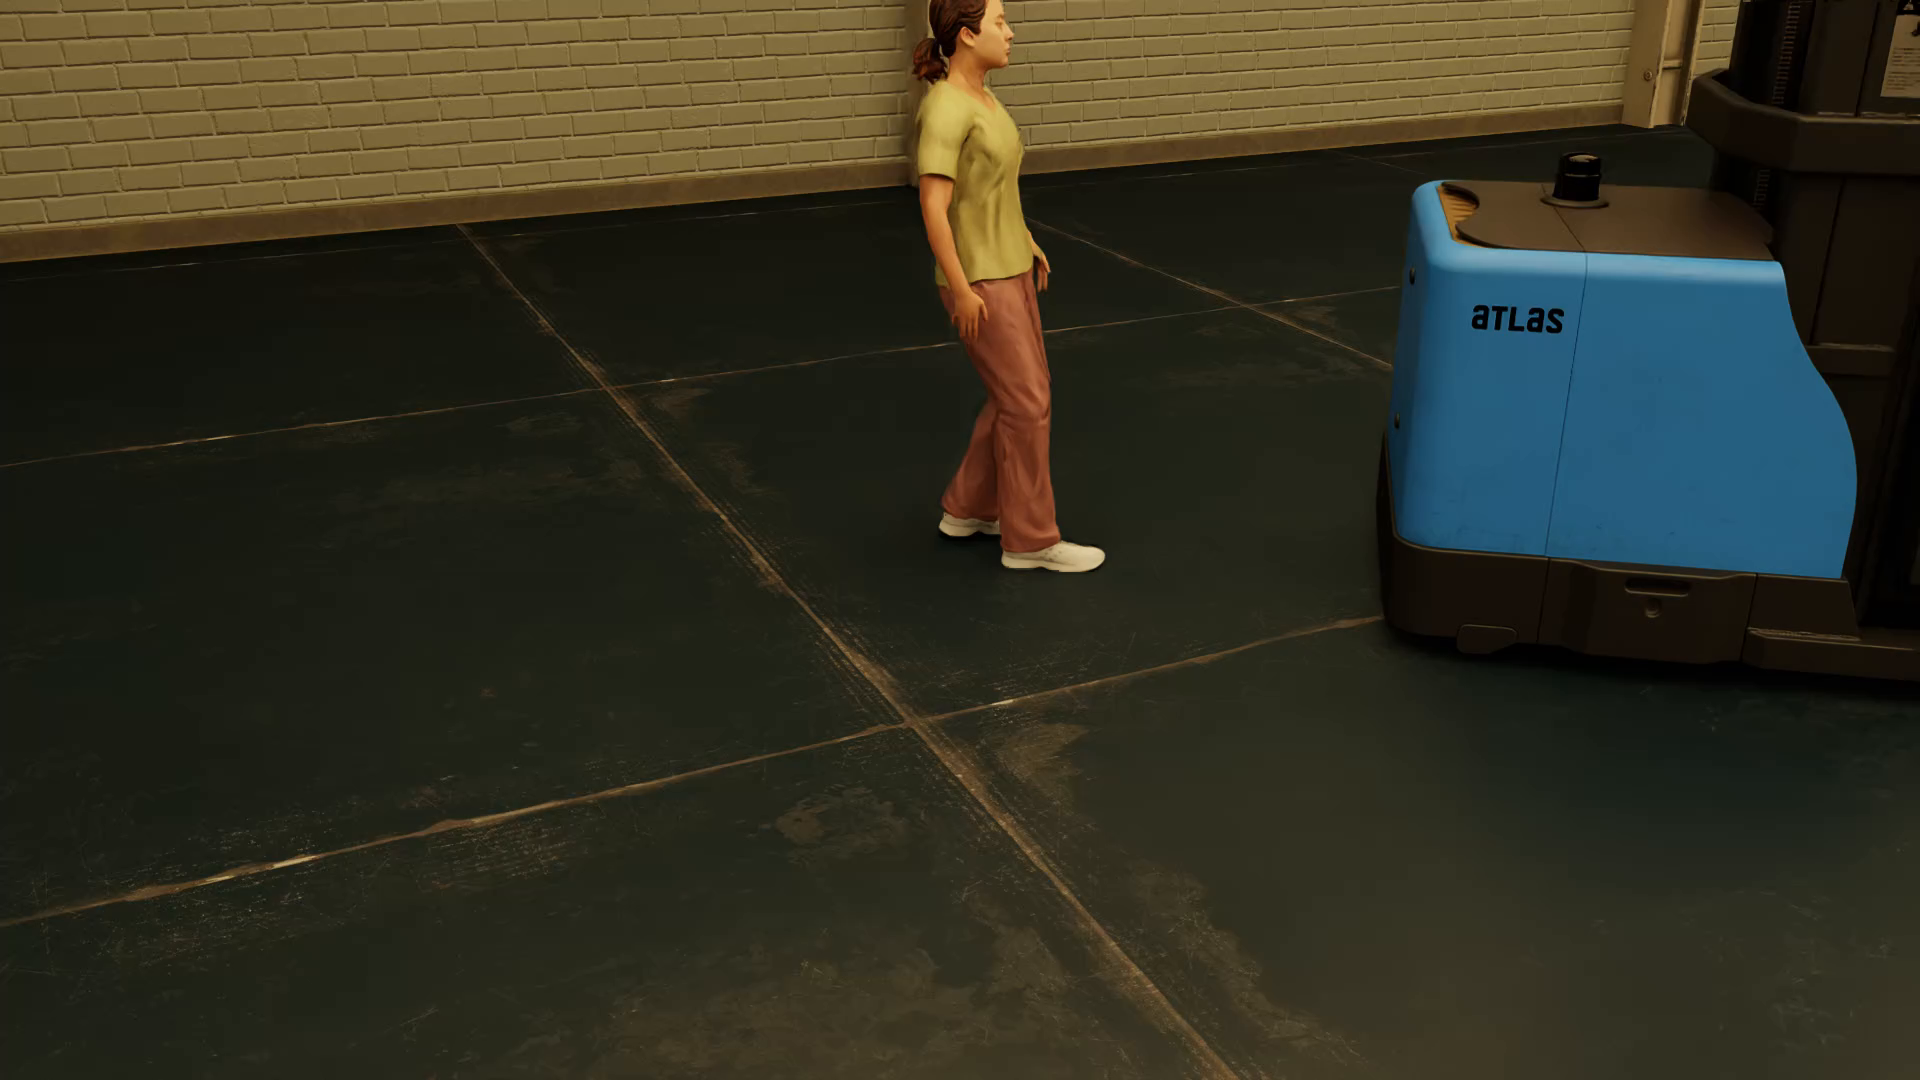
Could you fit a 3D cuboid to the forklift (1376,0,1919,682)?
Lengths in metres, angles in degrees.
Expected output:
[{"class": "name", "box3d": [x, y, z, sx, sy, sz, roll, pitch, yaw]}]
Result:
[{"class": "forklift", "box3d": [2.698, -1.127, 3.998, 3.031, 2.935, 1.130, 5, 23, 11]}]

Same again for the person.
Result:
[{"class": "person", "box3d": [0.157, -0.736, 4.756, 0.620, 1.650, 0.603, 6, 23, 15]}]
